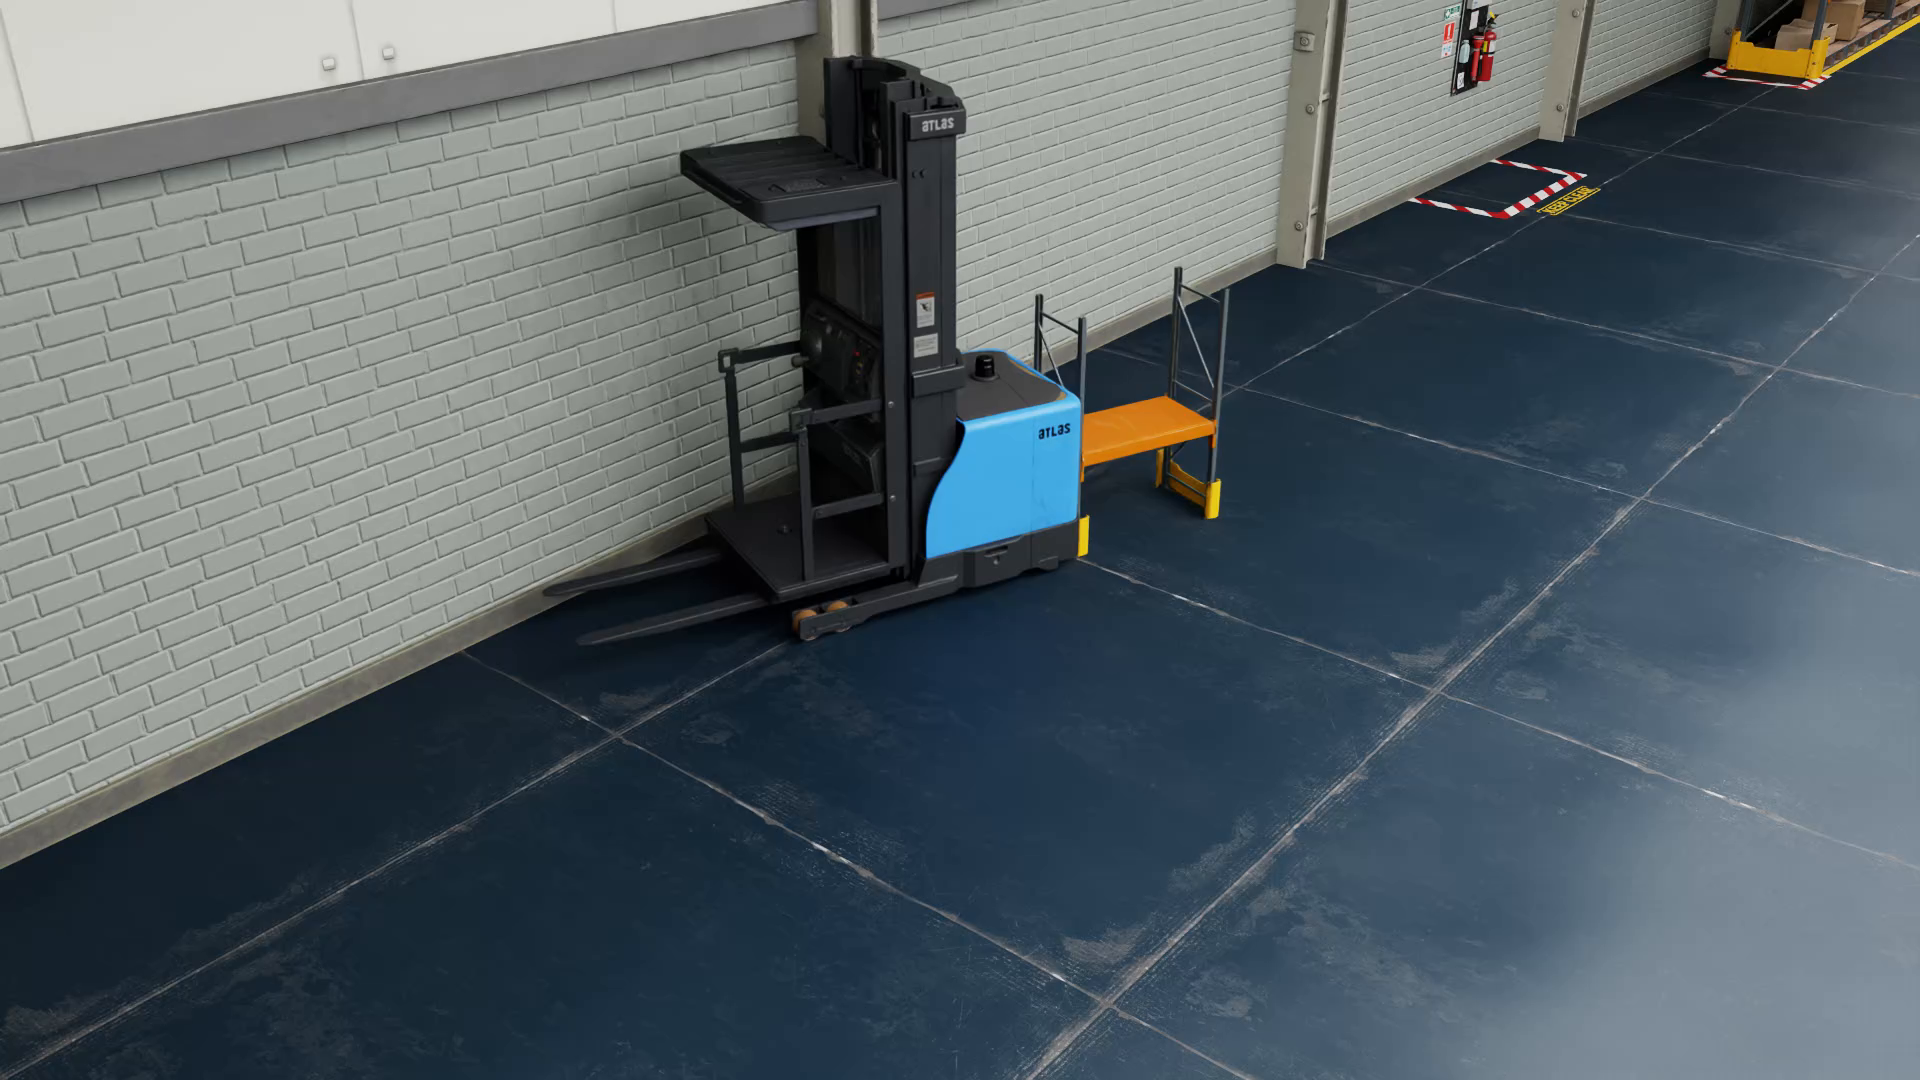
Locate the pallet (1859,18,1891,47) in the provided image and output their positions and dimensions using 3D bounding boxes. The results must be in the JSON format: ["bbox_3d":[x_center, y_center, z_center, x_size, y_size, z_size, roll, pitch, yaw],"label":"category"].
[{"bbox_3d":[13.091,-7.571,24.656,1.003,0.211,1.213,21,34,34],"label":"pallet"}]

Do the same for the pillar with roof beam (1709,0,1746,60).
[{"bbox_3d":[14.046,-9.547,18.912,9.100,9.000,0.400,21,34,34],"label":"pillar with roof beam"}]

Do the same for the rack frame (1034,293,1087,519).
[{"bbox_3d":[0.582,-0.685,9.943,0.032,1.500,0.500,-15,31,-26],"label":"rack frame"}]

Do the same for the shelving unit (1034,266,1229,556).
[{"bbox_3d":[1.030,-0.805,10.173,1.083,1.500,0.587,-15,31,-26],"label":"shelving unit"}]

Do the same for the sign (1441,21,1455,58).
[{"bbox_3d":[4.875,-4.999,16.609,0.001,0.329,0.234,21,34,34],"label":"sign"}]

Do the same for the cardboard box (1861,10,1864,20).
[{"bbox_3d":[13.173,-7.797,24.662,0.380,0.166,0.250,16,31,28],"label":"cardboard box"}]

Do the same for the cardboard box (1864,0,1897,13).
[{"bbox_3d":[13.946,-8.409,25.482,0.700,0.500,0.500,22,35,36],"label":"cardboard box"}]

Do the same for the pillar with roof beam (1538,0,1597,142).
[{"bbox_3d":[10.229,-7.420,14.800,9.100,9.000,0.400,21,34,34],"label":"pillar with roof beam"}]

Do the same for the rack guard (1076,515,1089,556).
[{"bbox_3d":[0.599,-0.135,10.239,0.087,0.250,0.587,-15,31,-26],"label":"rack guard"}]

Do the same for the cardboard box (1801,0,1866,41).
[{"bbox_3d":[12.324,-7.392,23.516,0.700,0.500,0.500,18,33,31],"label":"cardboard box"}]

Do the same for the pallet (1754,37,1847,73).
[{"bbox_3d":[11.539,-6.706,22.984,1.003,0.211,1.213,21,34,34],"label":"pallet"}]

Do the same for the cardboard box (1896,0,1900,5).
[{"bbox_3d":[14.236,-8.607,25.865,0.700,0.500,0.500,20,33,33],"label":"cardboard box"}]

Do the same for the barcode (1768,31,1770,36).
[{"bbox_3d":[11.159,-6.988,22.930,0.001,0.075,0.075,21,34,34],"label":"barcode"}]

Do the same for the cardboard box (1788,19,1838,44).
[{"bbox_3d":[11.818,-7.062,23.085,0.500,0.311,0.500,24,36,38],"label":"cardboard box"}]

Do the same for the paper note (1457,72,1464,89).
[{"bbox_3d":[5.140,-4.715,17.058,0.016,0.148,0.142,21,34,34],"label":"paper note"}]

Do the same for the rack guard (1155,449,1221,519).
[{"bbox_3d":[1.460,-0.364,10.682,0.087,0.250,0.587,-15,31,-26],"label":"rack guard"}]

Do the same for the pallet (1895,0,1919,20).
[{"bbox_3d":[14.760,-8.531,26.510,1.003,0.211,1.213,21,34,34],"label":"pallet"}]

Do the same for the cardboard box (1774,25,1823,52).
[{"bbox_3d":[11.456,-6.860,22.694,0.500,0.311,0.500,17,32,29],"label":"cardboard box"}]

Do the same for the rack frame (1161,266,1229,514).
[{"bbox_3d":[1.461,-0.920,10.396,0.032,1.500,0.500,-15,31,-26],"label":"rack frame"}]

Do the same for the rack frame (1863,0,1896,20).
[{"bbox_3d":[13.490,-9.058,24.495,1.000,3.000,0.127,21,34,34],"label":"rack frame"}]

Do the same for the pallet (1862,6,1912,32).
[{"bbox_3d":[13.985,-8.096,25.670,1.003,0.211,1.213,21,34,34],"label":"pallet"}]

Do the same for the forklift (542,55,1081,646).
[{"bbox_3d":[-0.833,-1.025,9.041,3.031,2.935,1.130,-14,31,-25],"label":"forklift"}]

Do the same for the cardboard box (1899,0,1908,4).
[{"bbox_3d":[14.591,-8.776,26.192,0.700,0.500,0.500,21,34,35],"label":"cardboard box"}]

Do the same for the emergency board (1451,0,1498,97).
[{"bbox_3d":[5.306,-5.149,16.938,0.194,1.169,0.643,21,34,34],"label":"emergency board"}]

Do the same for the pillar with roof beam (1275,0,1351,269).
[{"bbox_3d":[6.413,-5.293,10.688,9.100,9.000,0.400,21,34,34],"label":"pillar with roof beam"}]

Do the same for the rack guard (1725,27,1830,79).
[{"bbox_3d":[10.995,-6.557,22.380,1.175,0.500,0.348,21,34,34],"label":"rack guard"}]

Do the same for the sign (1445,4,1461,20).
[{"bbox_3d":[4.885,-5.233,16.486,0.001,0.109,0.331,21,34,34],"label":"sign"}]

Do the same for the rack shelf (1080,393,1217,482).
[{"bbox_3d":[1.022,-0.643,10.252,1.000,0.185,0.538,-15,31,-26],"label":"rack shelf"}]

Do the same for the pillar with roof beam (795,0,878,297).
[{"bbox_3d":[2.597,-3.166,6.575,9.100,9.000,0.400,21,34,34],"label":"pillar with roof beam"}]

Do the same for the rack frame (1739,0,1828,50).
[{"bbox_3d":[10.946,-7.640,21.754,1.000,3.000,0.127,21,34,34],"label":"rack frame"}]

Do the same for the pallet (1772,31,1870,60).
[{"bbox_3d":[12.315,-7.137,23.816,1.003,0.211,1.213,21,34,34],"label":"pallet"}]

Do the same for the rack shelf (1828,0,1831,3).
[{"bbox_3d":[12.218,-8.030,23.290,1.077,0.370,4.000,21,34,34],"label":"rack shelf"}]
